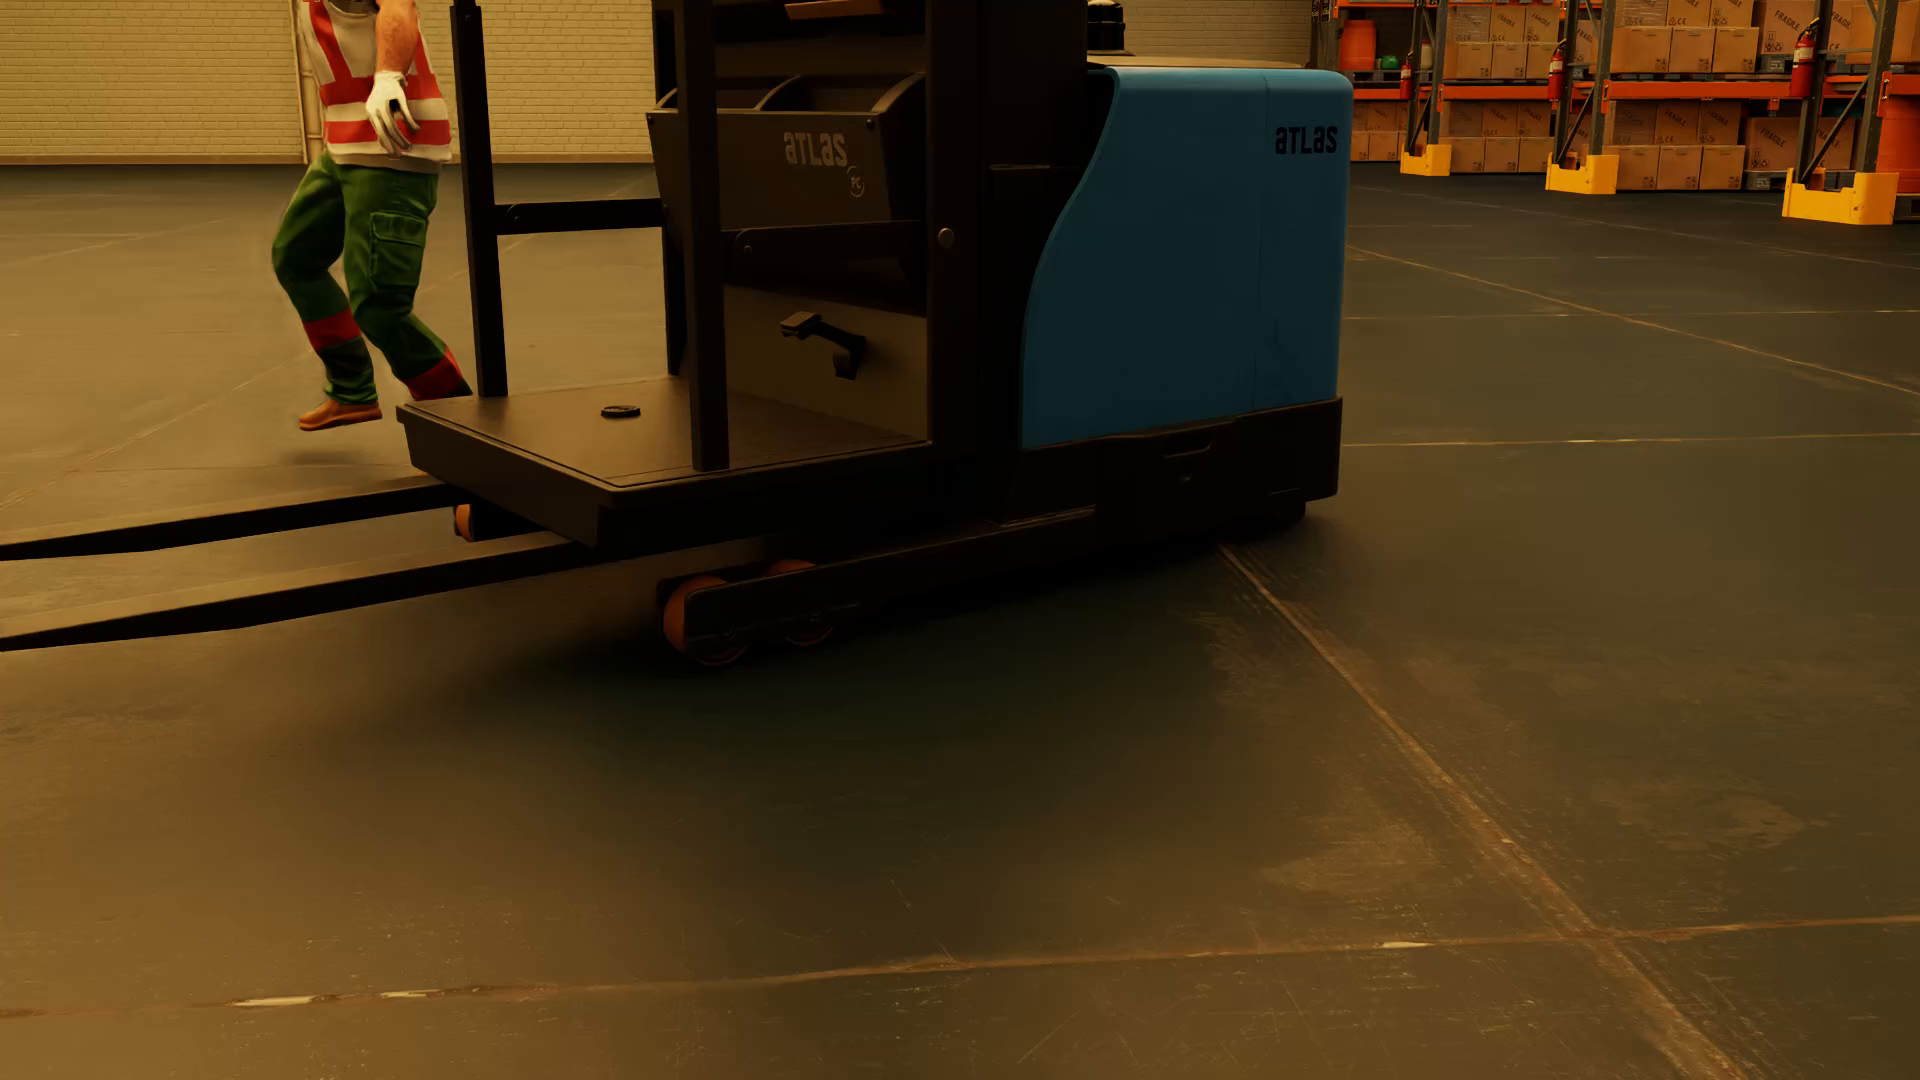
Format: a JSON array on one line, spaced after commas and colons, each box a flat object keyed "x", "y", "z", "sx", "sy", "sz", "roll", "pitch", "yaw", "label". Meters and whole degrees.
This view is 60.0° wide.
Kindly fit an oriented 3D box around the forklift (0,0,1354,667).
[{"x": -0.543, "y": -1.336, "z": 3.254, "sx": 3.031, "sy": 2.935, "sz": 1.130, "roll": -11, "pitch": 18, "yaw": -36, "label": "forklift"}]

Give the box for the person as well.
[{"x": -1.592, "y": -0.998, "z": 4.455, "sx": 0.542, "sy": 1.706, "sz": 1.140, "roll": -8, "pitch": 17, "yaw": -28, "label": "person"}]
